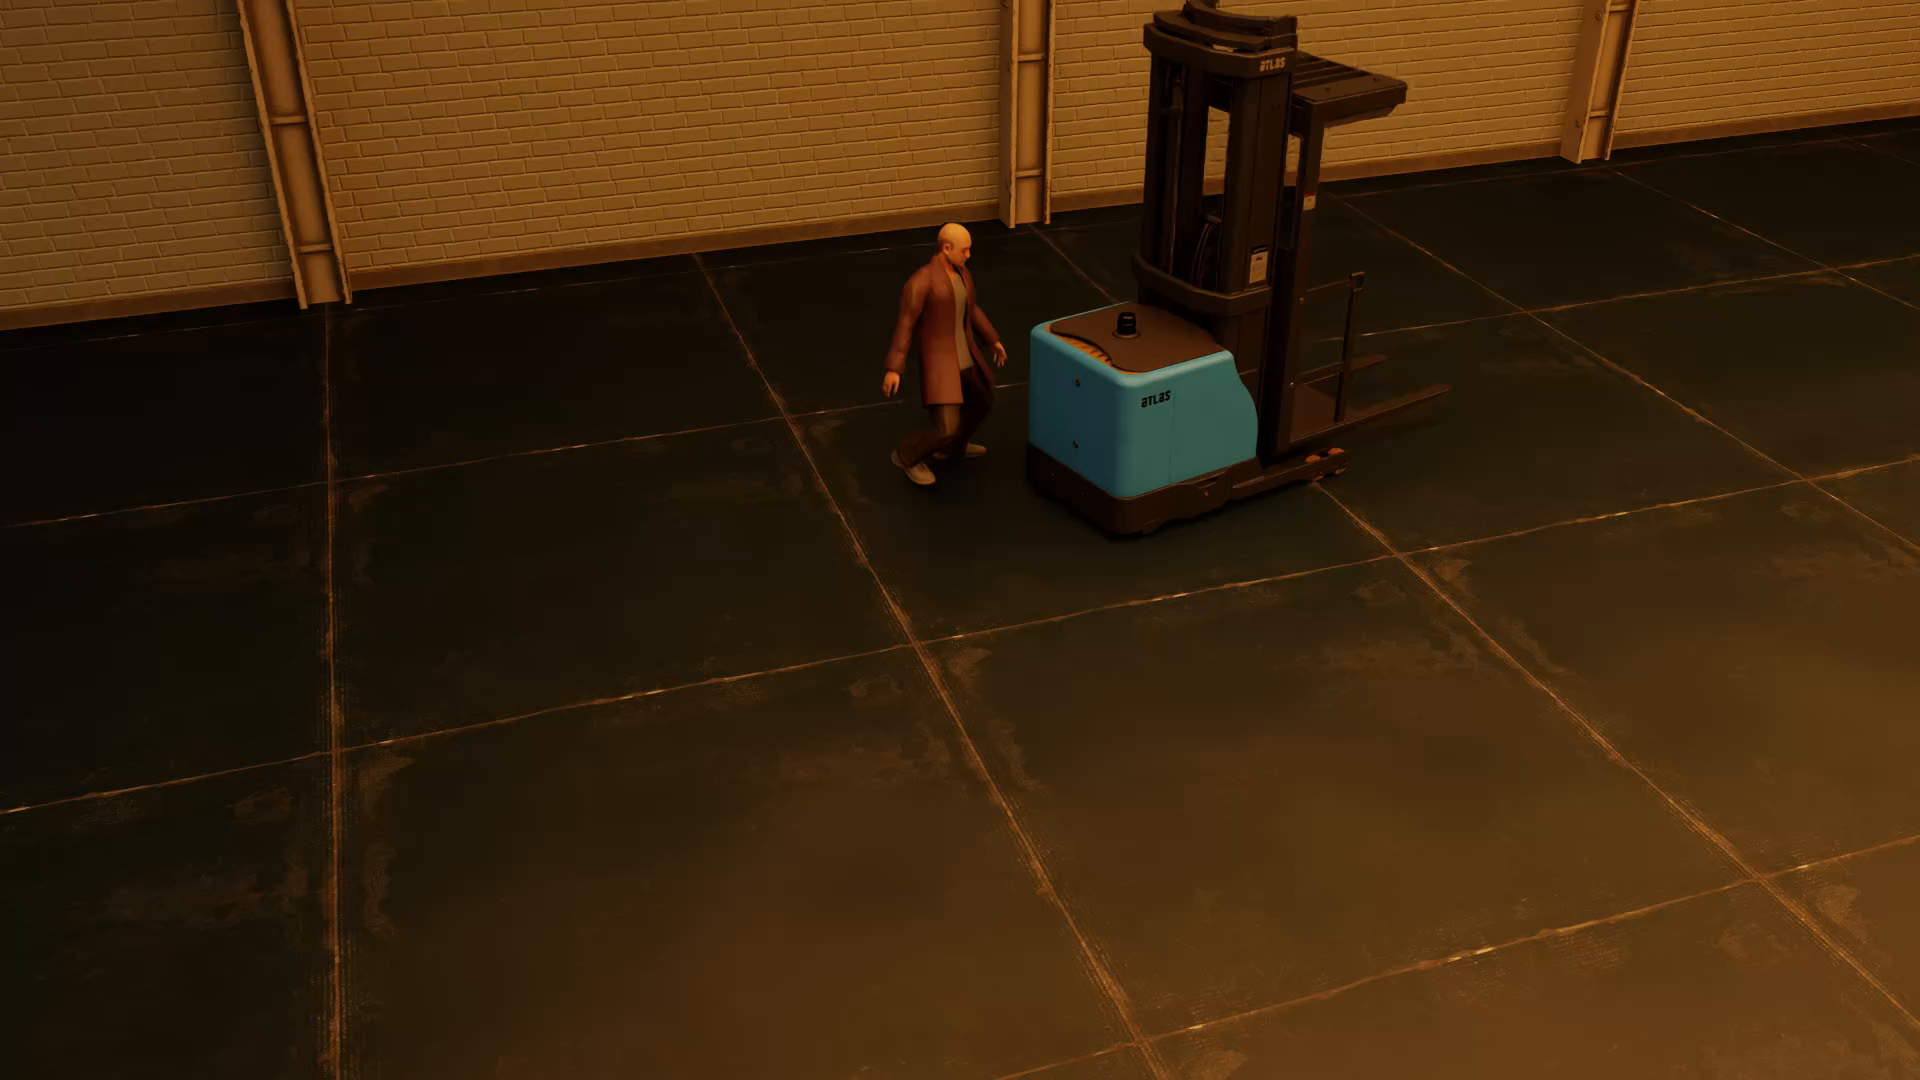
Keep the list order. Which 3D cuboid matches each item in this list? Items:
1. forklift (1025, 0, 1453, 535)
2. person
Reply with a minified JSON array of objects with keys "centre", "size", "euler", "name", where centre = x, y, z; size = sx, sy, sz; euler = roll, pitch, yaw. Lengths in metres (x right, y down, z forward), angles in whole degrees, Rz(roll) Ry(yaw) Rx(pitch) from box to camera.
[{"centre":[1.929,-1.851,10.304],"size":[3.031,2.935,1.130],"euler":[-18,34,-28],"name":"forklift"},{"centre":[-0.084,-1.122,10.310],"size":[0.558,1.681,0.950],"euler":[23,37,34],"name":"person"}]
